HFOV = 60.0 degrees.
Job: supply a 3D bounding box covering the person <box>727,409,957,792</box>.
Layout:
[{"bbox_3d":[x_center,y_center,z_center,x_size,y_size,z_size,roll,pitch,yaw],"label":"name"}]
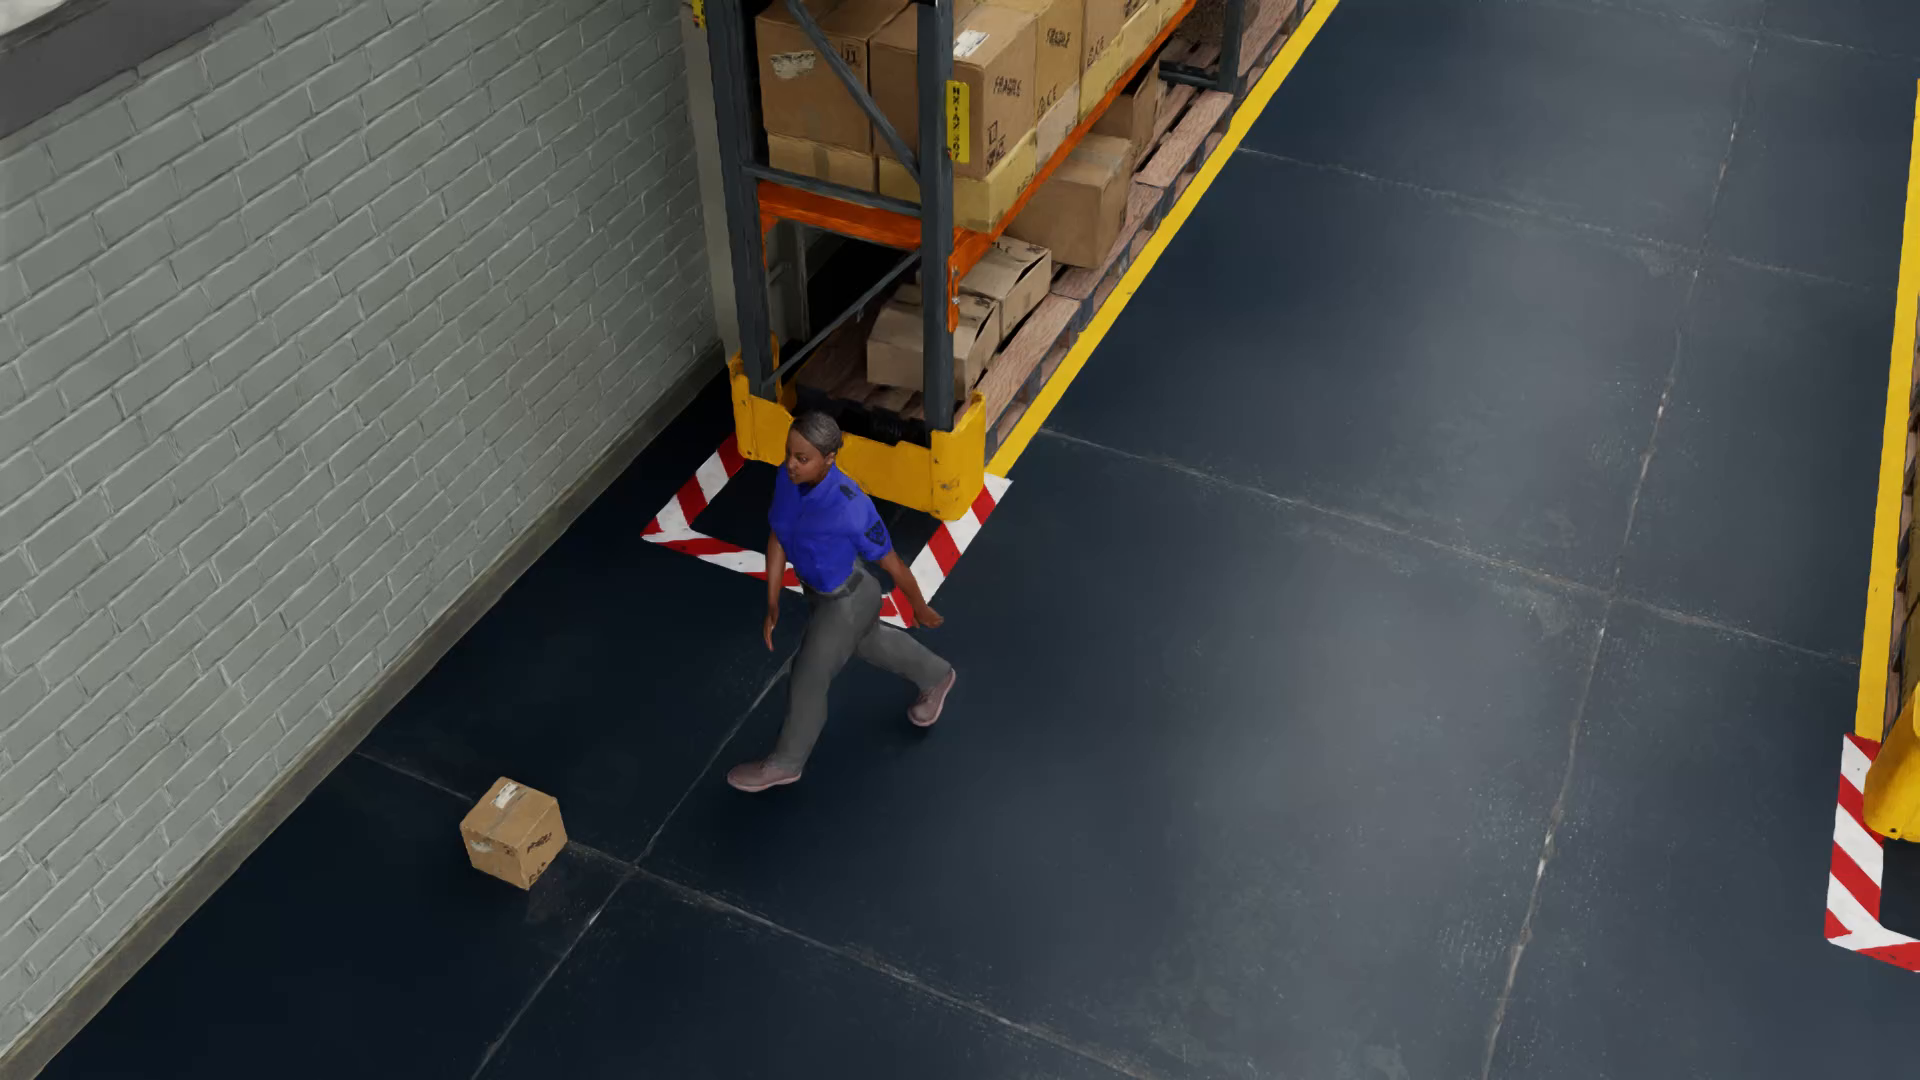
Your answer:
[{"bbox_3d":[-0.436,0.203,5.953,1.006,1.598,0.502,-24,47,-24],"label":"person"}]
